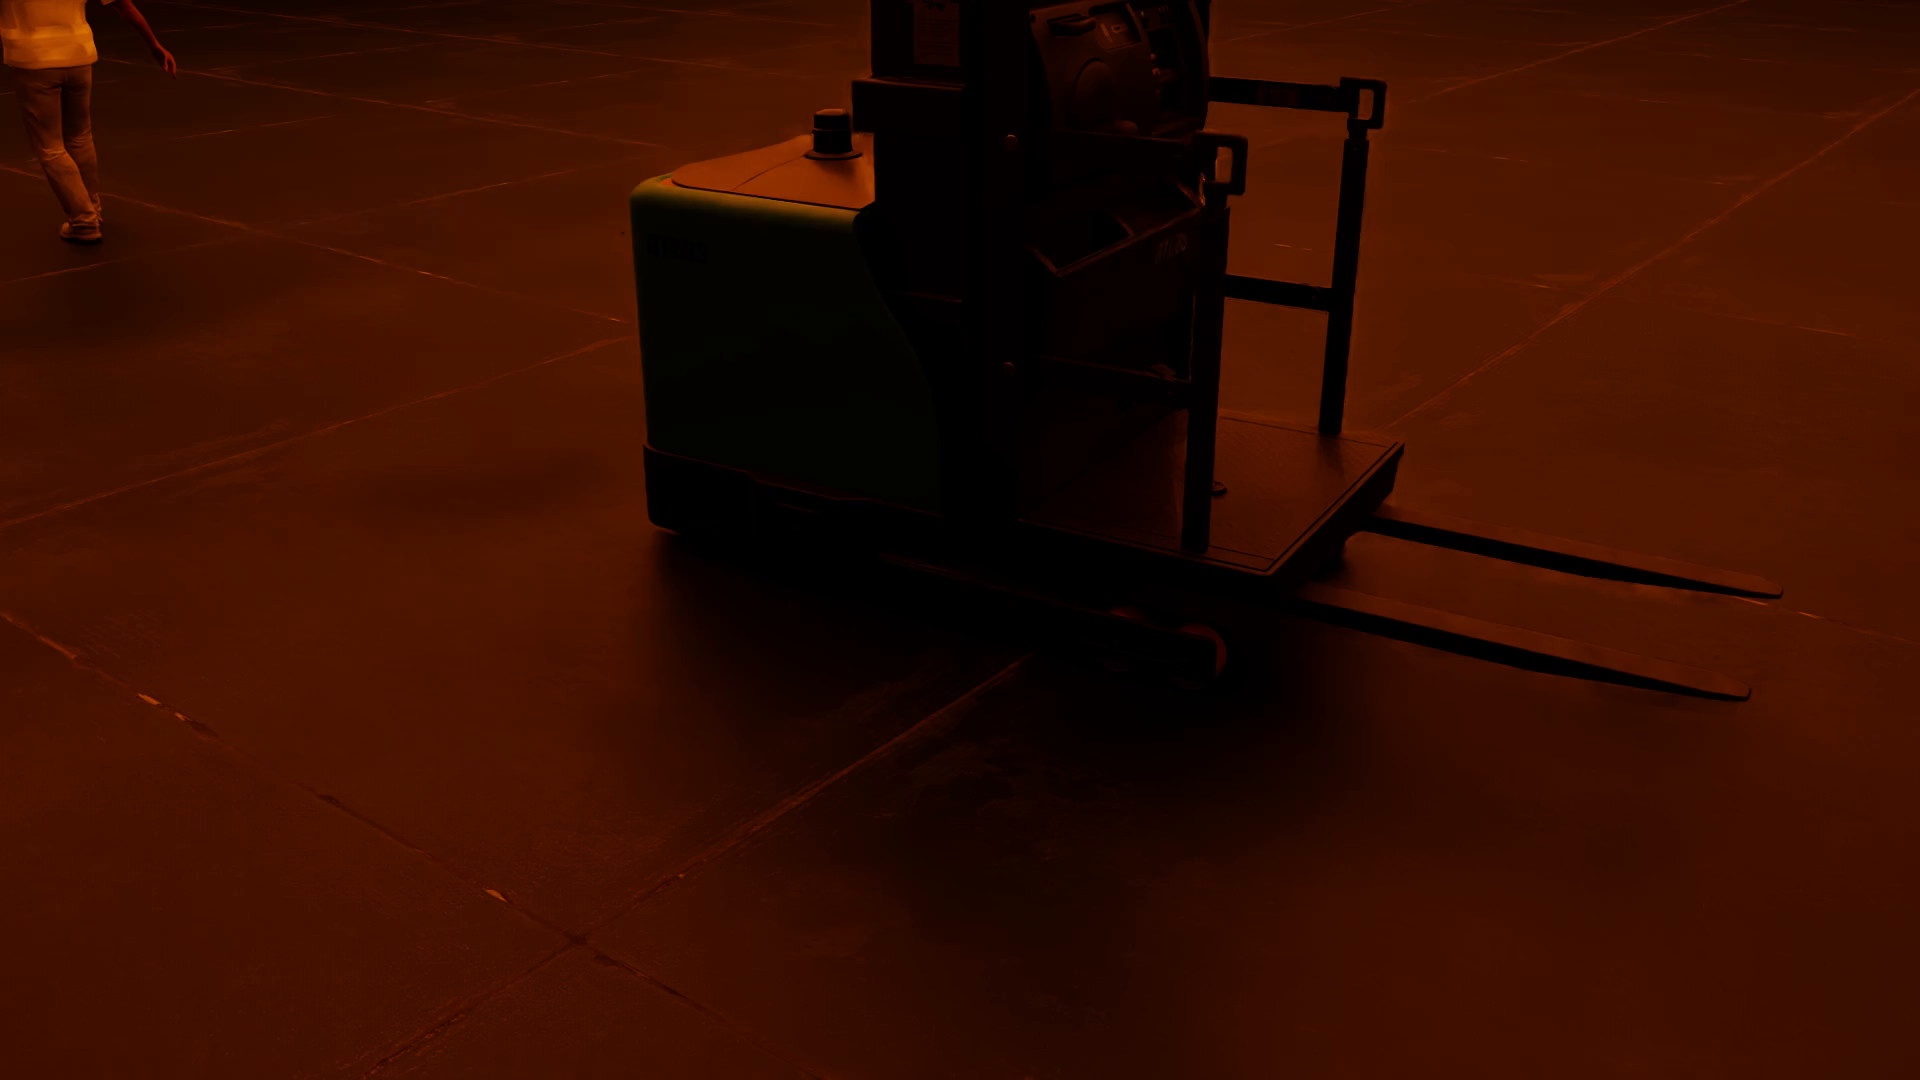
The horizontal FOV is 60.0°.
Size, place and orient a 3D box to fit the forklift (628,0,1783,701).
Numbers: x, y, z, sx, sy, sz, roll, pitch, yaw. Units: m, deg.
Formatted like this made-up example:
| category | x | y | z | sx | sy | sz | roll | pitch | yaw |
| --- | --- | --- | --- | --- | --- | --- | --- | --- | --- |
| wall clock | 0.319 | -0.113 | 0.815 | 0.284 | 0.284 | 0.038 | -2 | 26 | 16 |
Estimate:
| category | x | y | z | sx | sy | sz | roll | pitch | yaw |
| --- | --- | --- | --- | --- | --- | --- | --- | --- | --- |
| forklift | 0.594 | -1.211 | 4.123 | 3.031 | 2.935 | 1.130 | 13 | 27 | 28 |

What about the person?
| category | x | y | z | sx | sy | sz | roll | pitch | yaw |
| --- | --- | --- | --- | --- | --- | --- | --- | --- | --- |
| person | -4.613 | -2.438 | 8.467 | 0.758 | 1.742 | 1.025 | 19 | 30 | 38 |
